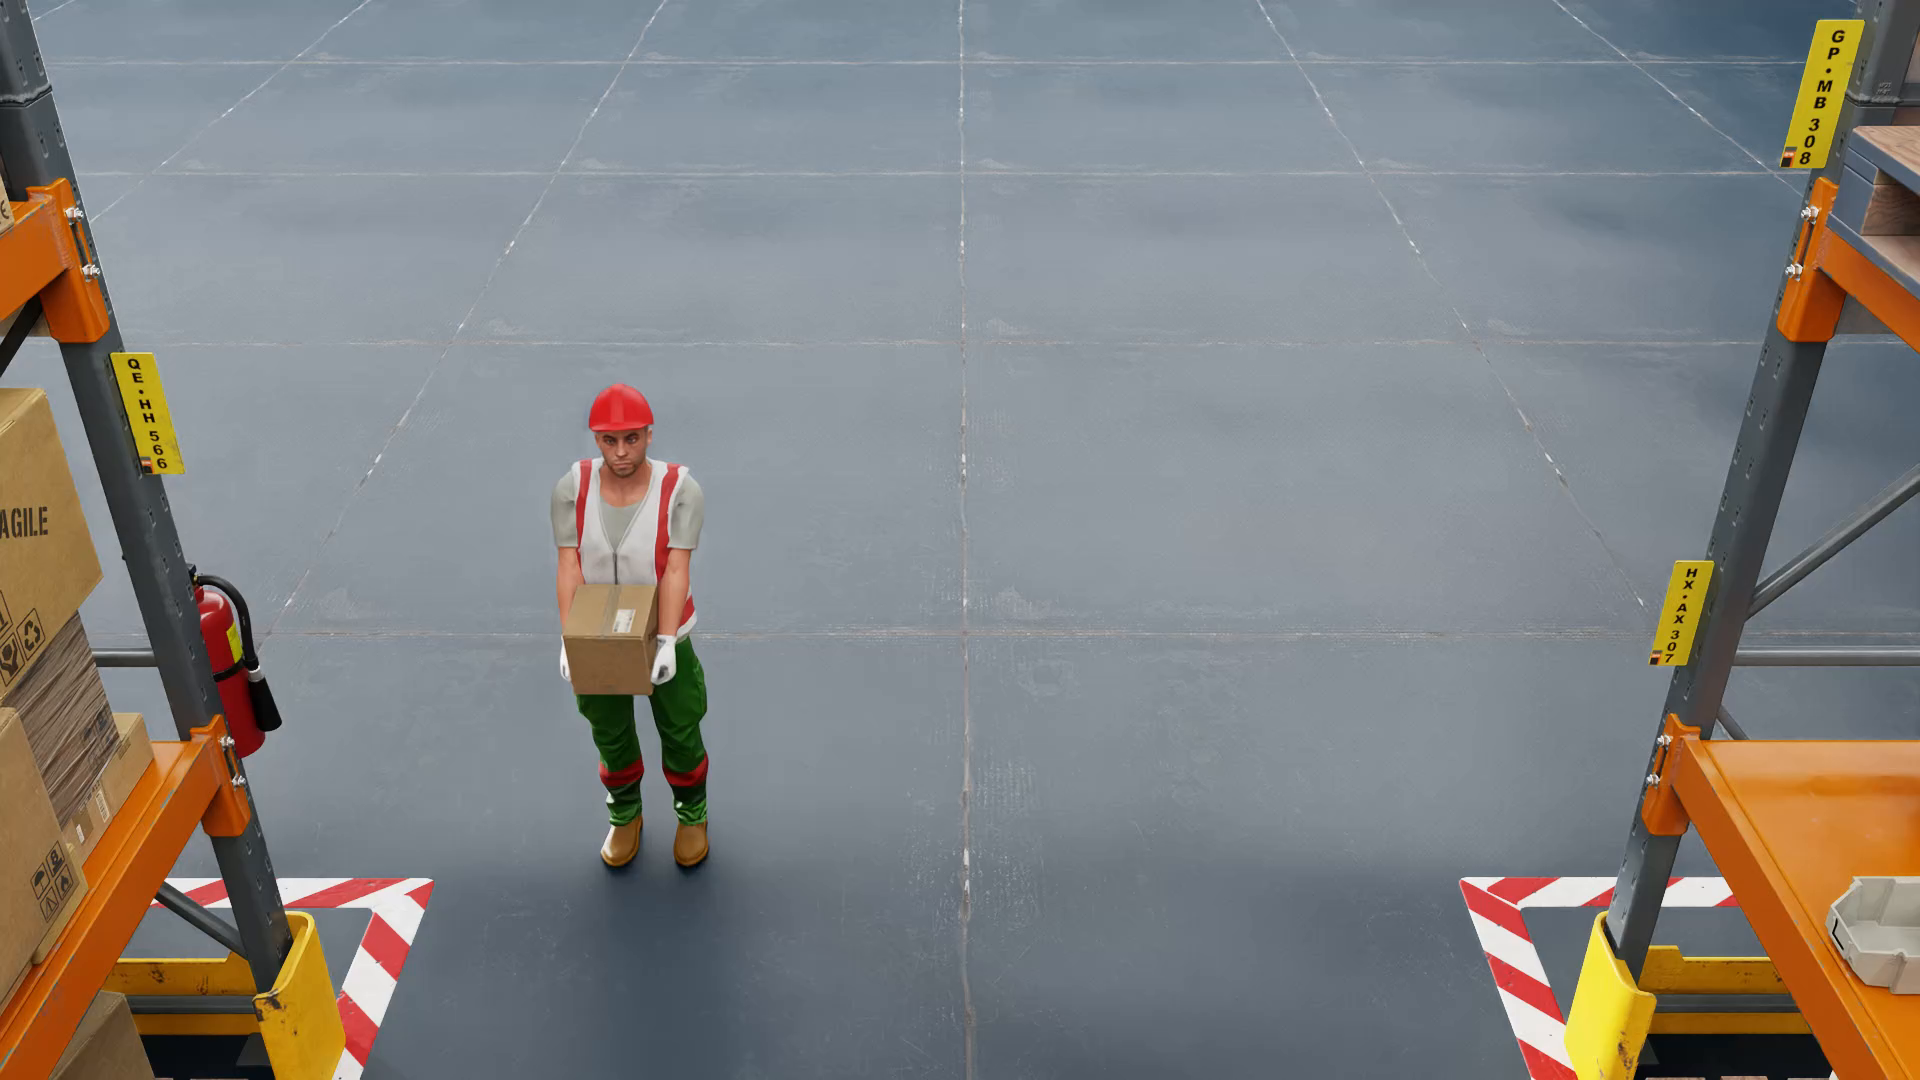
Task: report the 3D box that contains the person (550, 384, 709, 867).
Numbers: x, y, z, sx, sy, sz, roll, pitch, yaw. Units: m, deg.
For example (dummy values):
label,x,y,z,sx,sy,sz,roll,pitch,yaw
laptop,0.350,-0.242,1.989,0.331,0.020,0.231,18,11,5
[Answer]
label,x,y,z,sx,sy,sz,roll,pitch,yaw
person,-1.078,0.367,5.510,0.494,1.783,0.567,0,31,1
